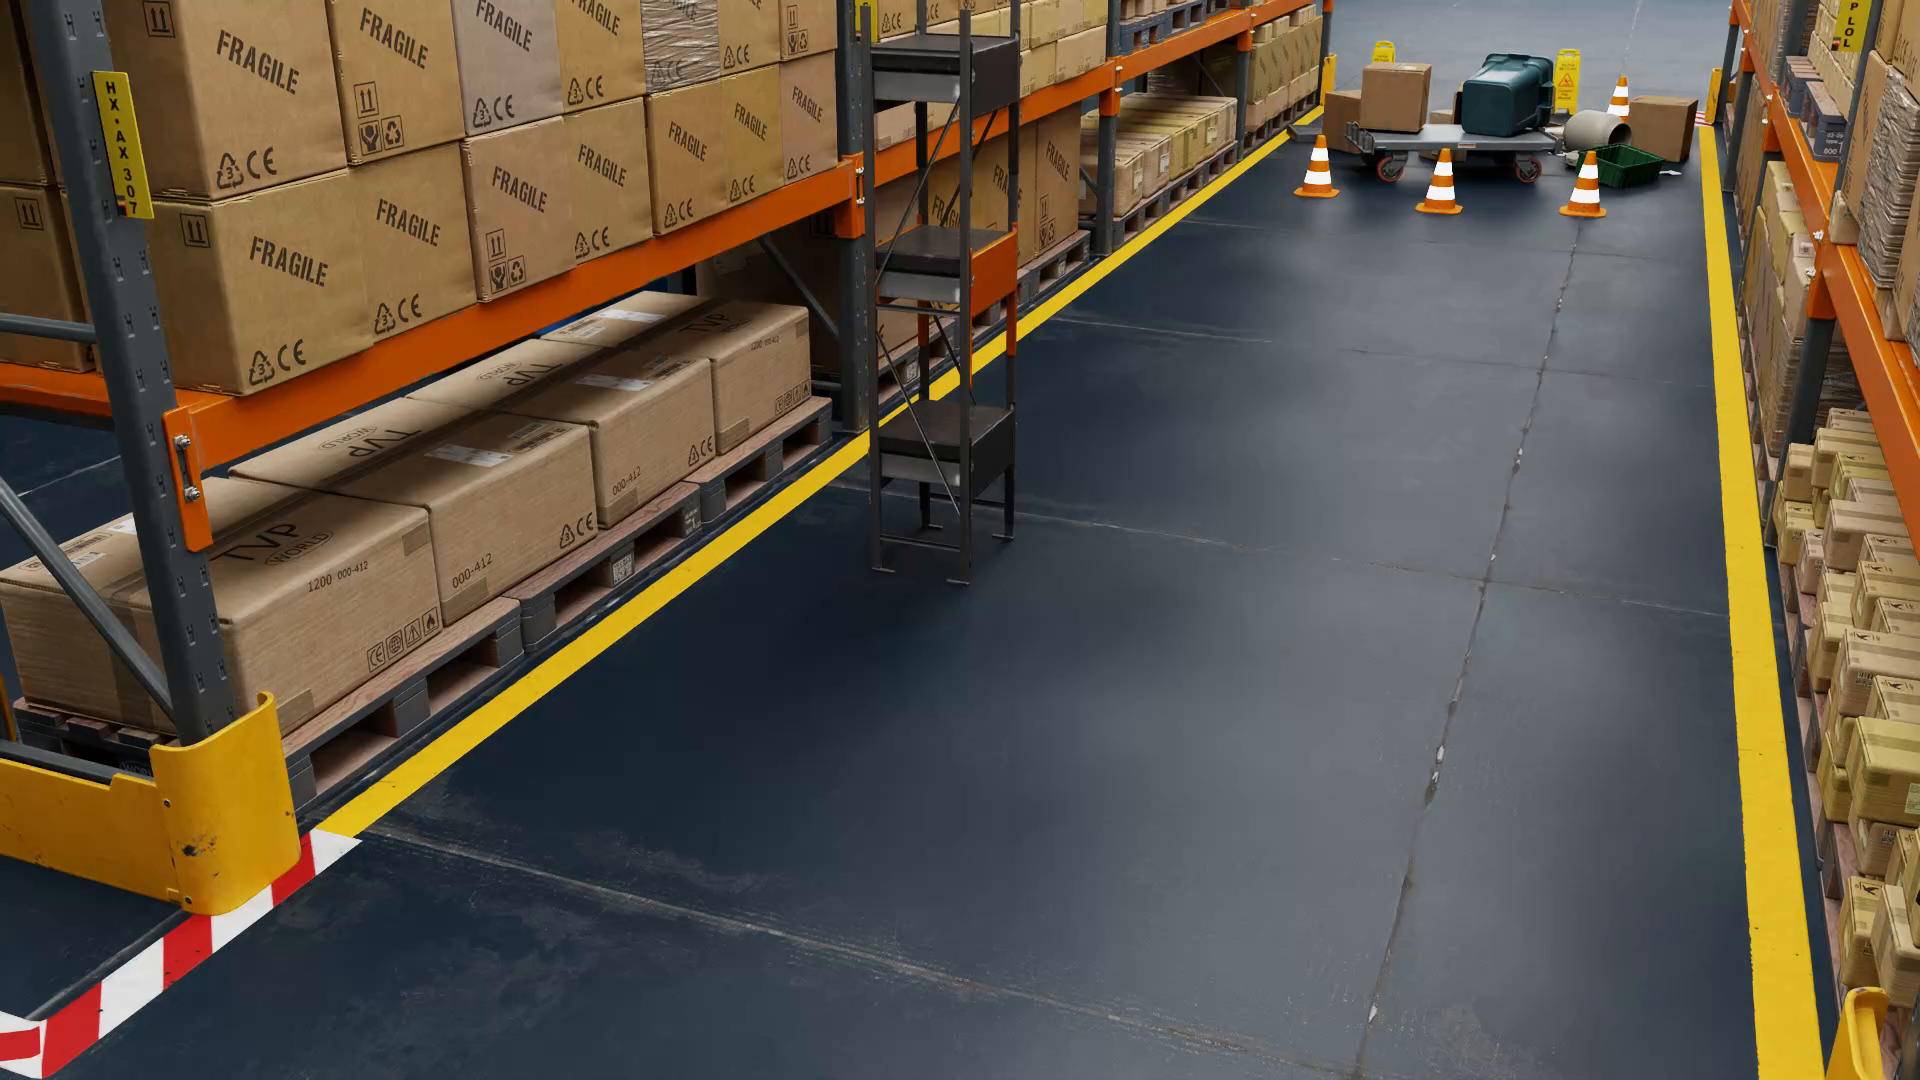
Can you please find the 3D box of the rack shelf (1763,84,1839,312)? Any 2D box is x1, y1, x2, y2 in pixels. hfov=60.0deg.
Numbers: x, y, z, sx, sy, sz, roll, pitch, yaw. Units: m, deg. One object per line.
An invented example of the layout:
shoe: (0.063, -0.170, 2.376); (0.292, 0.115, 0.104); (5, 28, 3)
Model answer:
rack shelf: (4.452, -1.682, 7.818); (1.077, 0.370, 4.000); (9, 24, 20)

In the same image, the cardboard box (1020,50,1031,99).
cardboard box: (0.075, -2.565, 9.194); (0.500, 0.250, 0.500); (8, 24, 19)

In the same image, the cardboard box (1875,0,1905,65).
cardboard box: (3.315, -1.816, 5.393); (0.500, 0.500, 0.500); (9, 24, 21)

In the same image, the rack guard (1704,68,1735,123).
rack guard: (8.175, -4.447, 16.749); (1.175, 0.500, 0.348); (9, 24, 20)

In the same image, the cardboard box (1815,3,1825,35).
cardboard box: (4.829, -2.800, 8.957); (0.380, 0.149, 0.250); (10, 25, 22)

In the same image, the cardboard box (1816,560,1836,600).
cardboard box: (3.085, 0.198, 5.539); (0.380, 0.149, 0.250); (8, 24, 19)

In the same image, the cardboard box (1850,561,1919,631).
cardboard box: (2.785, 0.198, 4.765); (0.380, 0.149, 0.250); (9, 24, 20)

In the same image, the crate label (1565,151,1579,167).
crate label: (5.442, -3.309, 14.493); (0.298, 0.136, 0.250); (-7, 24, -17)

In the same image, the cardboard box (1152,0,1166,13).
cardboard box: (1.257, -3.853, 11.863); (0.380, 0.149, 0.250); (9, 24, 20)

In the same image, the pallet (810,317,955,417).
pallet: (-0.708, -0.971, 8.800); (1.003, 0.211, 1.213); (9, 24, 20)

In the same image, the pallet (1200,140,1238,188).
pallet: (1.760, -3.268, 14.299); (1.003, 0.211, 1.213); (9, 24, 20)

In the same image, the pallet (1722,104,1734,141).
pallet: (7.942, -4.008, 16.072); (1.003, 0.211, 1.213); (9, 24, 20)

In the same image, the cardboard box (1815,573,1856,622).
cardboard box: (2.830, 0.239, 5.055); (0.380, 0.149, 0.250); (9, 24, 20)

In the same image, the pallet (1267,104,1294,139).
pallet: (2.716, -4.230, 16.603); (1.003, 0.211, 1.213); (9, 24, 20)

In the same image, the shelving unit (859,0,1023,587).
shelving unit: (-0.061, -0.910, 6.203); (0.431, 2.100, 0.503); (9, 24, 20)

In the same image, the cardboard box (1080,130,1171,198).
cardboard box: (1.047, -2.849, 12.544); (0.950, 0.372, 0.625); (8, 24, 19)

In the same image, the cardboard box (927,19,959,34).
cardboard box: (-0.331, -2.440, 8.245); (0.500, 0.250, 0.500); (9, 24, 21)

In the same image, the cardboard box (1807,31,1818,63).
cardboard box: (4.841, -2.676, 9.046); (0.380, 0.149, 0.250); (8, 24, 19)

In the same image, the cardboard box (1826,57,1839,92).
cardboard box: (4.351, -2.201, 7.909); (0.380, 0.149, 0.250); (9, 24, 21)

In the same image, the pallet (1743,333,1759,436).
pallet: (4.449, -0.728, 8.219); (1.003, 0.211, 1.213); (9, 24, 20)

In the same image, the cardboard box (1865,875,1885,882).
cardboard box: (2.405, 0.848, 3.981); (0.380, 0.149, 0.250); (9, 24, 20)

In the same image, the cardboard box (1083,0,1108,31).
cardboard box: (0.618, -3.354, 10.433); (0.500, 0.250, 0.500); (9, 24, 20)

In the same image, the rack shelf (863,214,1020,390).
rack shelf: (-0.061, -0.897, 6.209); (0.431, 0.518, 0.480); (9, 24, 20)

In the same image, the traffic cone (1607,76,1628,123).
traffic cone: (6.651, -4.435, 16.767); (0.336, 0.463, 0.334); (9, 24, 20)

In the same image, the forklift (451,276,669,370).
forklift: (-1.846, -2.687, 9.380); (1.130, 2.935, 3.031); (9, 24, 21)

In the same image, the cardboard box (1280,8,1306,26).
cardboard box: (3.208, -5.186, 16.483); (0.380, 0.149, 0.250); (10, 25, 22)

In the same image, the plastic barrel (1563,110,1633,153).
plastic barrel: (5.678, -3.598, 14.814); (0.421, 0.421, 0.512); (-12, 25, -26)

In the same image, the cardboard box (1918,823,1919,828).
cardboard box: (2.331, 0.673, 3.629); (0.380, 0.149, 0.250); (9, 24, 21)

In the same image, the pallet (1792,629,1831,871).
pallet: (3.041, 0.672, 4.867); (1.003, 0.211, 1.213); (9, 24, 20)

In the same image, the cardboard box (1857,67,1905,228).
cardboard box: (3.114, -1.162, 5.125); (0.500, 0.500, 0.500); (9, 24, 20)

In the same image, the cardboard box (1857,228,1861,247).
cardboard box: (3.273, -1.024, 5.637); (0.380, 0.149, 0.250); (10, 24, 22)

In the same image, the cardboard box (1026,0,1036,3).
cardboard box: (0.239, -3.325, 9.392); (0.500, 0.500, 0.500); (9, 24, 20)

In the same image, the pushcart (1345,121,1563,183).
pushcart: (4.183, -3.315, 14.196); (1.648, 0.377, 0.936); (1, 23, 2)

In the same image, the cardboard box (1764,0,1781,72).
cardboard box: (5.300, -3.153, 10.278); (0.500, 0.500, 0.500); (9, 24, 20)

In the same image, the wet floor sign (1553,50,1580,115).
wet floor sign: (6.339, -4.800, 17.403); (0.267, 0.644, 0.232); (5, 23, 11)

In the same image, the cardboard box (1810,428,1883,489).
cardboard box: (3.232, -0.267, 5.880); (0.380, 0.149, 0.250); (10, 25, 23)

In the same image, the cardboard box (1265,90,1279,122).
cardboard box: (2.705, -4.123, 15.753); (0.500, 0.250, 0.500); (10, 25, 23)

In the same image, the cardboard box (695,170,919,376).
cardboard box: (-0.768, -1.417, 8.463); (0.875, 0.875, 0.875); (10, 25, 22)

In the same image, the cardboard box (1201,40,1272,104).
cardboard box: (2.517, -4.277, 15.147); (0.500, 0.500, 0.500); (10, 25, 23)

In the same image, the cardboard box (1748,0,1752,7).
cardboard box: (7.404, -4.944, 14.500); (0.875, 0.550, 0.500); (9, 24, 20)

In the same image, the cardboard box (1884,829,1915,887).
cardboard box: (2.302, 0.802, 3.705); (0.380, 0.149, 0.250); (8, 24, 19)

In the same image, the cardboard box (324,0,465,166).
cardboard box: (-1.782, -1.363, 4.695); (0.500, 0.500, 0.500); (8, 24, 19)

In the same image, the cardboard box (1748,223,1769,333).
cardboard box: (4.512, -1.373, 8.843); (0.500, 0.500, 0.500); (9, 24, 21)

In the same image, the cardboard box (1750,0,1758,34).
cardboard box: (6.236, -4.057, 12.442); (0.500, 0.500, 0.500); (9, 24, 21)

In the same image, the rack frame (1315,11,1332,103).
rack frame: (3.533, -6.265, 17.856); (1.000, 3.000, 0.127); (9, 24, 20)

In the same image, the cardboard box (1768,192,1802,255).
cardboard box: (4.330, -1.547, 8.287); (0.500, 0.250, 0.500); (9, 24, 20)

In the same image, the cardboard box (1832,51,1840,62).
cardboard box: (4.352, -2.339, 7.854); (0.380, 0.149, 0.250); (9, 24, 20)

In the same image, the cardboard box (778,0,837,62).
cardboard box: (-0.843, -2.270, 6.865); (0.500, 0.500, 0.500); (9, 24, 20)

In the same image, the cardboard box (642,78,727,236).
cardboard box: (-1.218, -1.447, 6.193); (0.500, 0.500, 0.500); (8, 24, 19)

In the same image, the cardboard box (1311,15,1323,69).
cardboard box: (3.478, -5.212, 17.385); (0.500, 0.500, 0.500); (9, 24, 20)

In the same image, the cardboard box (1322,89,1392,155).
cardboard box: (3.709, -3.870, 15.362); (0.500, 0.500, 0.500); (-12, 25, -26)

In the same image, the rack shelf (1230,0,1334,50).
rack shelf: (2.790, -5.217, 16.281); (1.077, 0.370, 4.000); (9, 24, 20)

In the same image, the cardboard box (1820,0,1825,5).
cardboard box: (4.842, -2.943, 8.912); (0.380, 0.149, 0.250); (9, 24, 20)

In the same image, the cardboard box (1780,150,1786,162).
cardboard box: (5.505, -2.090, 10.236); (1.050, 0.750, 0.750); (8, 24, 19)
